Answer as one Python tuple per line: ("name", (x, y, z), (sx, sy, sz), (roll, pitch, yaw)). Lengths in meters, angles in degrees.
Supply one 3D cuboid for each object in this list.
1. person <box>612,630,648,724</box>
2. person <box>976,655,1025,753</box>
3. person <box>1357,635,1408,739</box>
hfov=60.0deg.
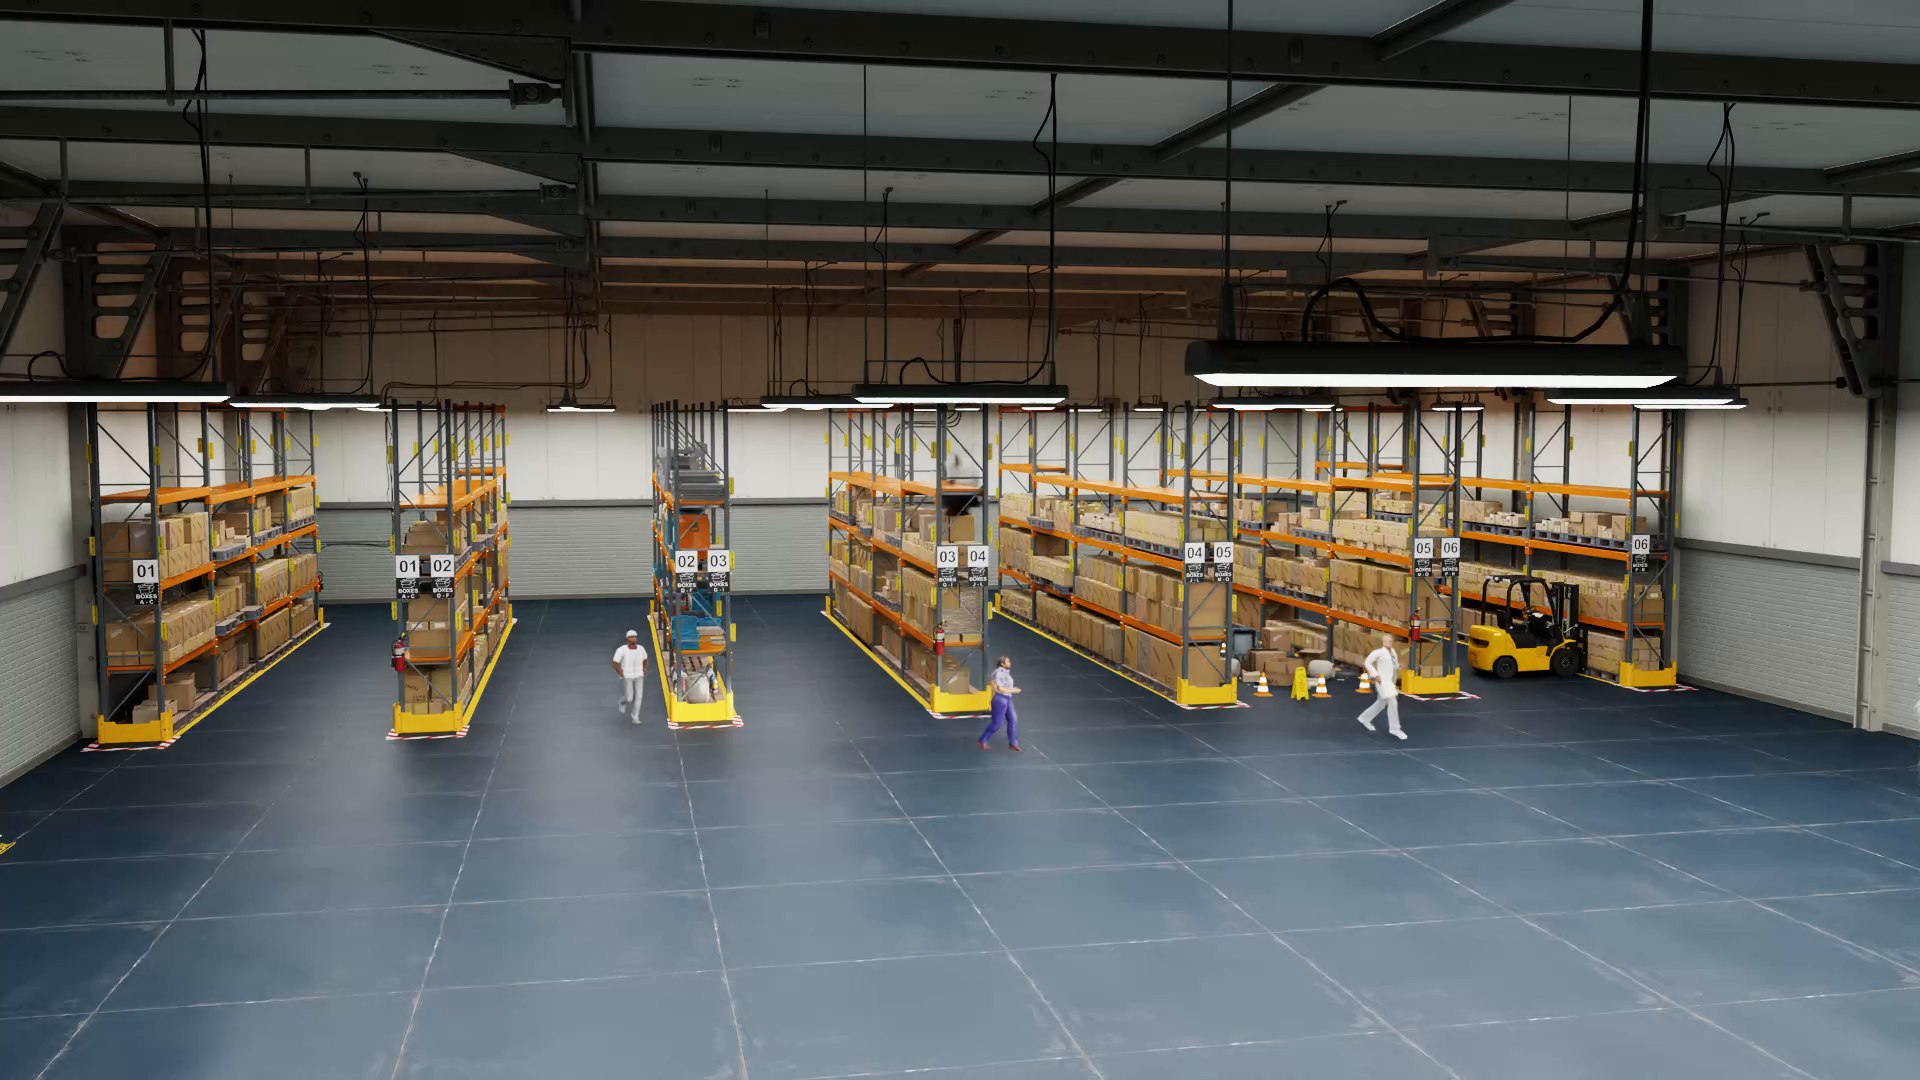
("person", (-6.092, 2.537, 30.935), (0.695, 1.717, 0.728), (-2, 5, -30))
("person", (0.677, 2.797, 28.106), (0.814, 1.681, 0.594), (1, 4, 13))
("person", (7.585, 2.591, 29.710), (0.980, 1.814, 0.680), (3, 5, 38))
